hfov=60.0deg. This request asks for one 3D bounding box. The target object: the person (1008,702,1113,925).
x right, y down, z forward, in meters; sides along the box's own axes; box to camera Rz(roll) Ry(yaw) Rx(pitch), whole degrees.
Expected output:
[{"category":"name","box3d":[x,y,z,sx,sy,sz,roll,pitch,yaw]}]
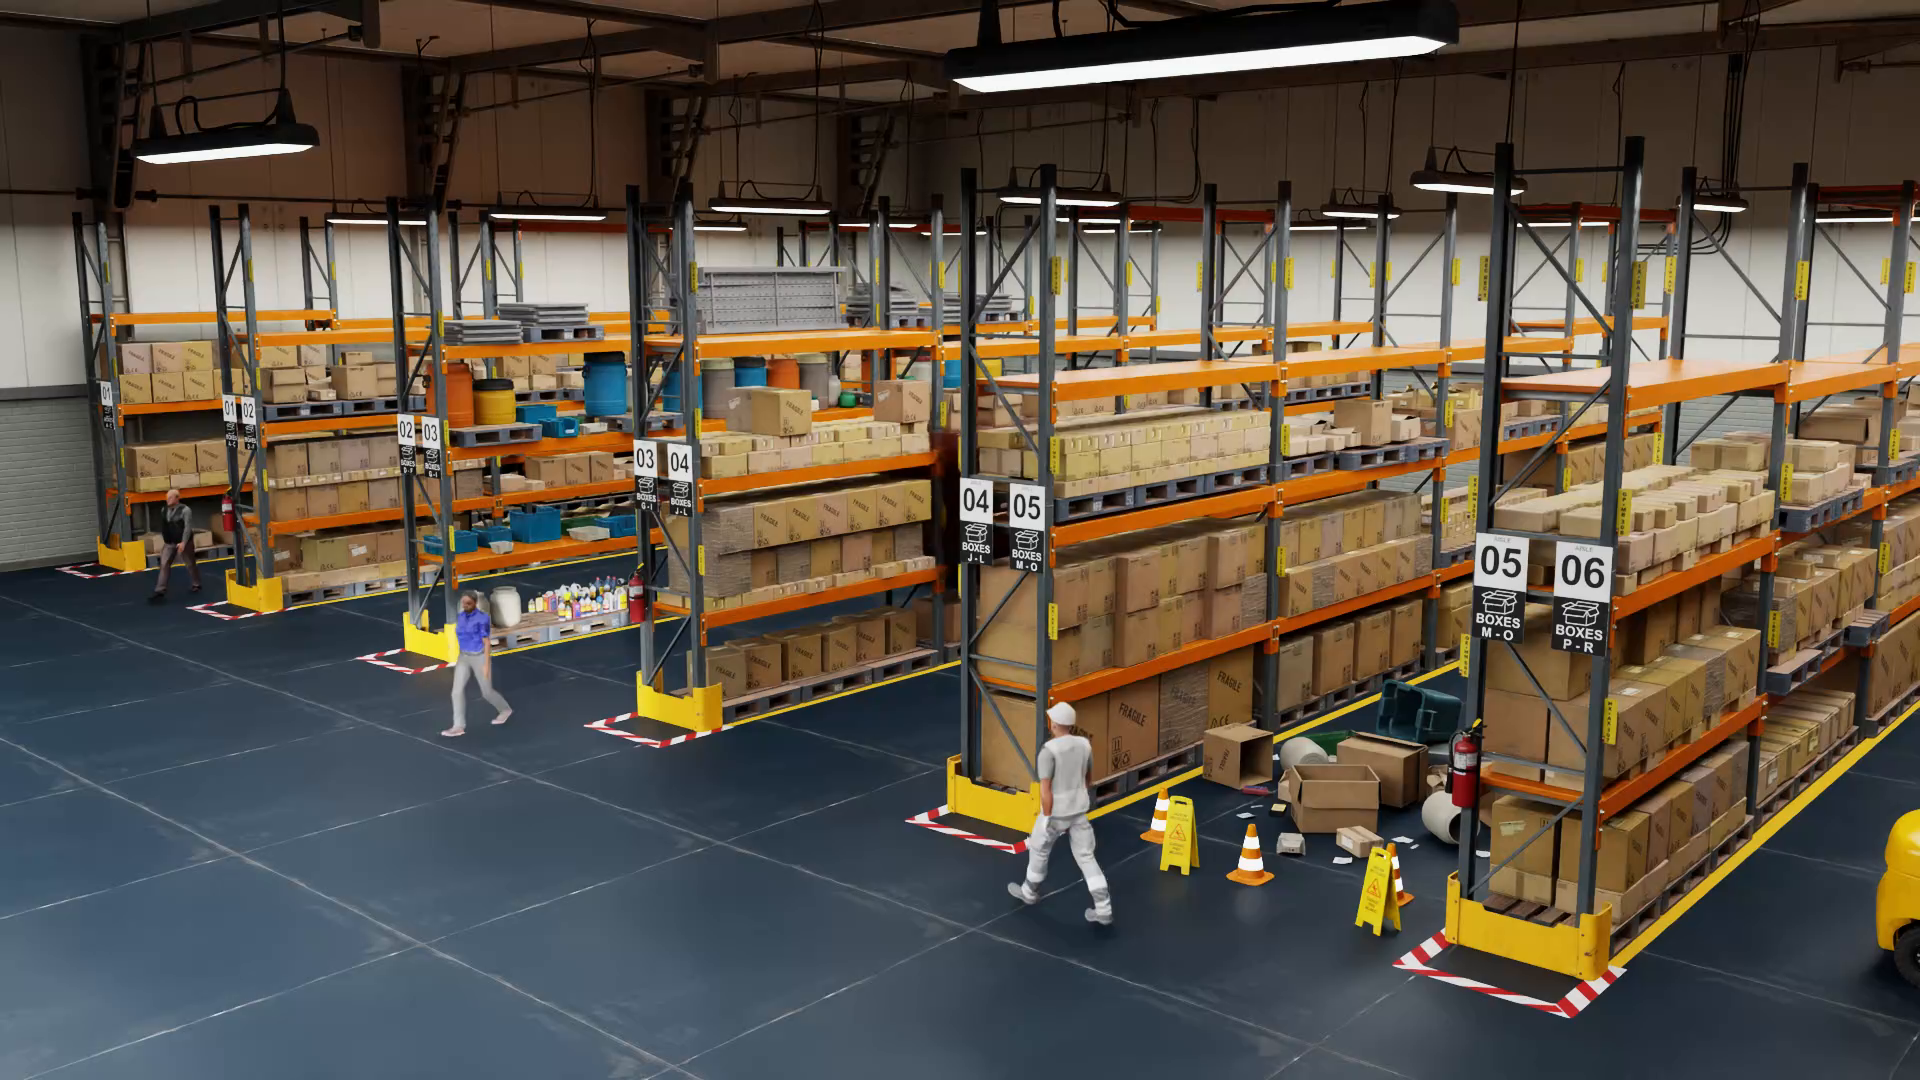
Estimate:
[{"category":"person","box3d":[0.803,2.138,13.180,0.543,1.737,1.092,-7,12,-35]}]

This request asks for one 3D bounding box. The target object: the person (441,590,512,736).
[{"category":"person","box3d":[-5.362,1.331,18.389,0.470,1.628,0.795,3,10,19]}]

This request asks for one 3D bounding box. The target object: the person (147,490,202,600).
[{"category":"person","box3d":[-12.160,0.046,25.775,0.558,1.666,0.987,1,10,4]}]
